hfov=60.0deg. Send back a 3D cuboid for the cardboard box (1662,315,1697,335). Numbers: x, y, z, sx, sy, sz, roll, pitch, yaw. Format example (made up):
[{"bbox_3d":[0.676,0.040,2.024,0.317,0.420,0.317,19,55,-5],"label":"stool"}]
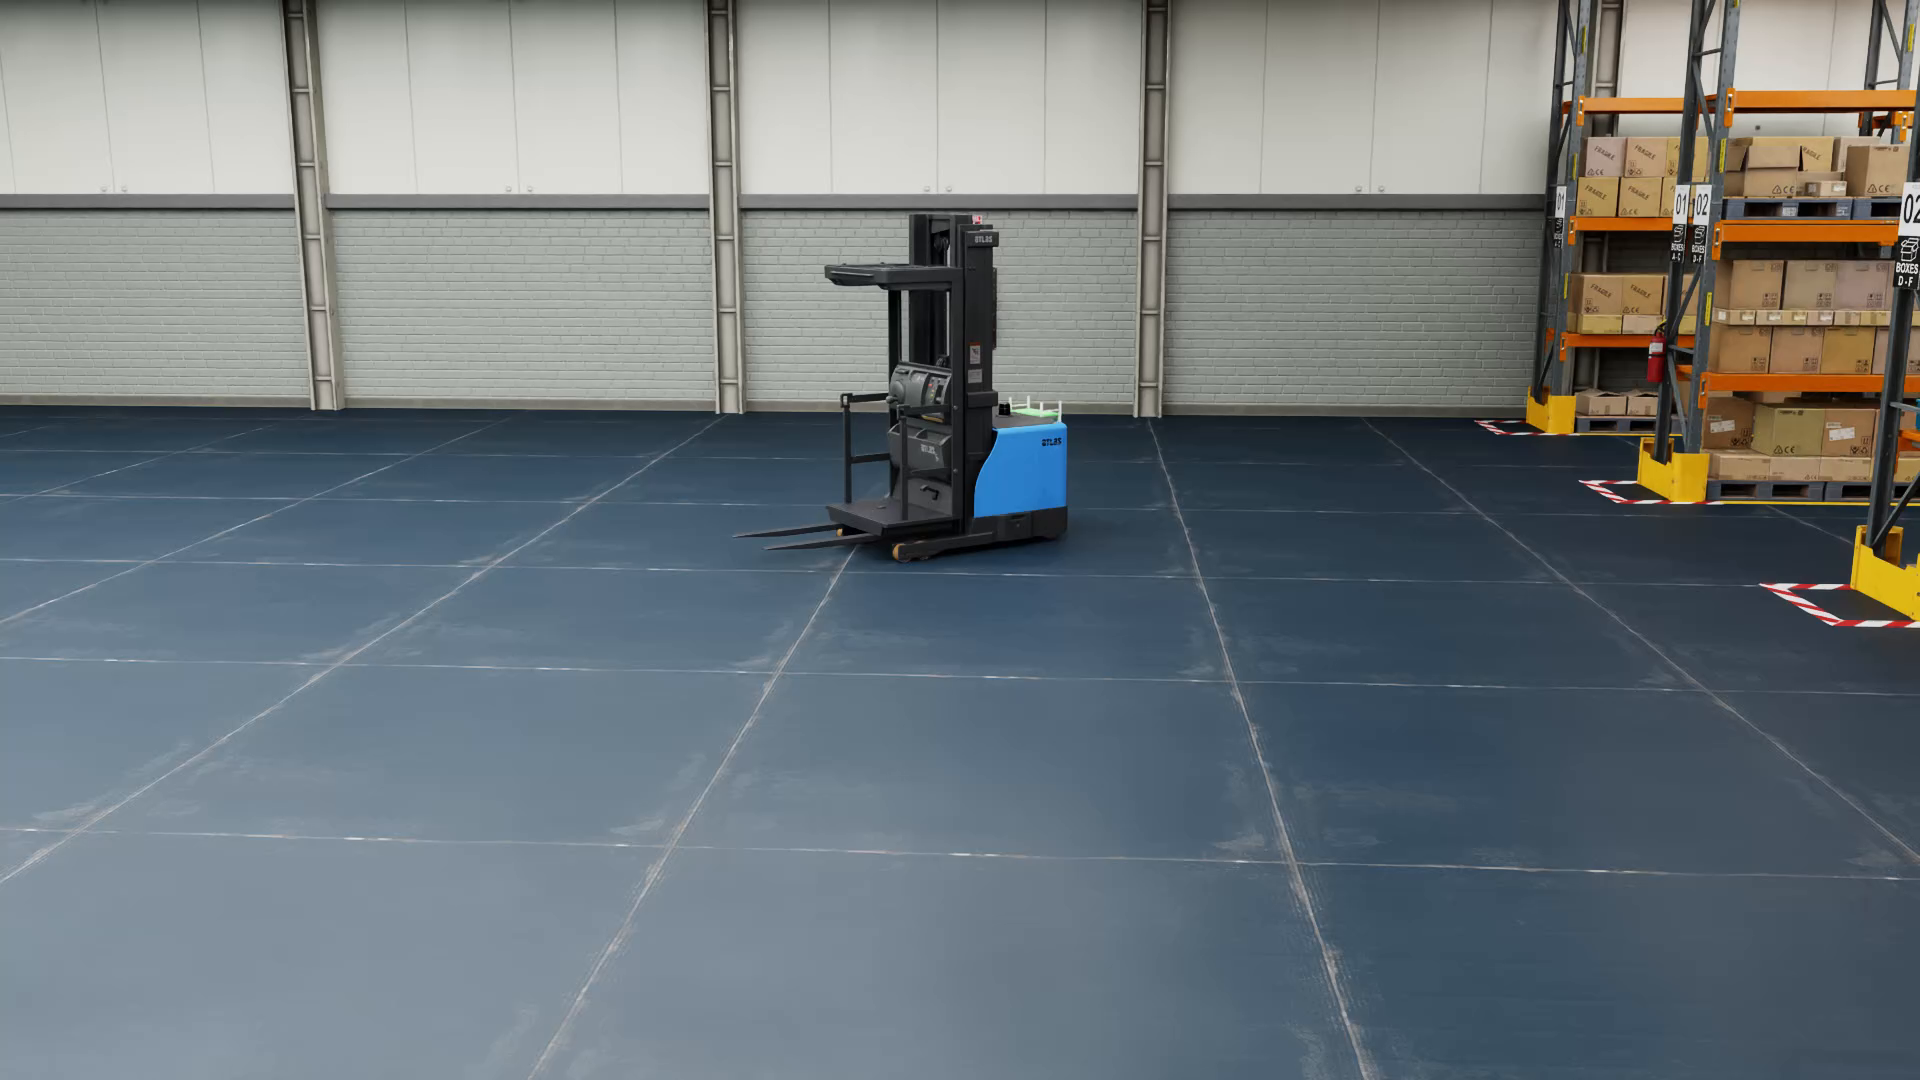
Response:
[{"bbox_3d":[9.396,-2.842,21.828,0.500,0.250,0.500,1,12,3],"label":"cardboard box"}]

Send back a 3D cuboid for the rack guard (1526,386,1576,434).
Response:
[{"bbox_3d":[7.979,-1.765,22.467,0.348,0.500,1.175,1,12,4],"label":"rack guard"}]

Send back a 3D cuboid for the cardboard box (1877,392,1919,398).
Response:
[{"bbox_3d":[12.630,-1.920,22.133,0.500,0.500,0.700,1,12,6],"label":"cardboard box"}]

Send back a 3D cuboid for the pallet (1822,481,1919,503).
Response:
[{"bbox_3d":[9.556,-0.594,17.571,1.213,0.211,1.003,1,12,4],"label":"pallet"}]

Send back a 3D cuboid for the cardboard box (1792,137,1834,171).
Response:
[{"bbox_3d":[10.826,-4.908,21.326,0.500,0.500,0.500,1,12,7],"label":"cardboard box"}]

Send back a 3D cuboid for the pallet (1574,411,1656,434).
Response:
[{"bbox_3d":[8.787,-1.605,22.409,1.213,0.211,1.003,1,12,4],"label":"pallet"}]

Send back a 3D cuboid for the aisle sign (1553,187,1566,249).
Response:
[{"bbox_3d":[7.811,-4.202,21.661,0.004,0.787,0.394,1,12,4],"label":"aisle sign"}]

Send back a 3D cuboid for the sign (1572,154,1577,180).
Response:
[{"bbox_3d":[7.867,-4.775,21.289,0.005,0.325,0.100,1,12,4],"label":"sign"}]

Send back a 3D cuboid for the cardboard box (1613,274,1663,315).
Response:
[{"bbox_3d":[8.852,-3.216,21.785,0.500,0.500,0.500,1,12,4],"label":"cardboard box"}]

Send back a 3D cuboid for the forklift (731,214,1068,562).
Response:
[{"bbox_3d":[-0.527,-1.365,14.616,3.031,2.935,1.130,-8,14,-32],"label":"forklift"}]

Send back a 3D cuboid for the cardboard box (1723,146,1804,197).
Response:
[{"bbox_3d":[8.149,-3.762,16.961,0.637,0.503,0.797,2,12,8],"label":"cardboard box"}]

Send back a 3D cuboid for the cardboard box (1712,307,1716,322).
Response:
[{"bbox_3d":[7.970,-2.378,17.462,0.250,0.149,0.380,1,12,3],"label":"cardboard box"}]

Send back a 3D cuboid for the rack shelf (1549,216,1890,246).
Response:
[{"bbox_3d":[9.899,-4.078,21.851,4.000,0.370,1.077,1,12,4],"label":"rack shelf"}]

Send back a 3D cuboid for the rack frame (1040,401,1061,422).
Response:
[{"bbox_3d":[0.852,-0.708,15.707,0.240,1.200,0.015,-8,14,-34],"label":"rack frame"}]

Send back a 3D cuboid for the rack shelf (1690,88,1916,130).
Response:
[{"bbox_3d":[9.571,-4.339,16.747,4.000,0.370,1.077,1,12,4],"label":"rack shelf"}]

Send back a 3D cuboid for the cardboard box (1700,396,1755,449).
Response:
[{"bbox_3d":[8.131,-1.258,17.795,0.500,0.500,0.500,1,12,4],"label":"cardboard box"}]

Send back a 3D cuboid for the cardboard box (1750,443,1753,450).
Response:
[{"bbox_3d":[8.630,-0.886,17.849,0.500,0.250,0.500,1,12,4],"label":"cardboard box"}]

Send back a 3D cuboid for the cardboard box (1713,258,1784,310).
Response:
[{"bbox_3d":[8.093,-2.652,17.188,0.500,0.500,0.700,1,12,4],"label":"cardboard box"}]

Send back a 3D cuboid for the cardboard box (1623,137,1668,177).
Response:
[{"bbox_3d":[8.768,-4.934,21.449,0.500,0.500,0.500,1,12,3],"label":"cardboard box"}]

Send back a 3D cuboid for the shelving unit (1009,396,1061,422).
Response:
[{"bbox_3d":[0.712,-0.749,15.902,0.258,1.200,0.503,-8,14,-34],"label":"shelving unit"}]

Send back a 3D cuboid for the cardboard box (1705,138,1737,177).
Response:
[{"bbox_3d":[9.888,-5.029,21.902,0.500,0.500,0.500,1,12,4],"label":"cardboard box"}]

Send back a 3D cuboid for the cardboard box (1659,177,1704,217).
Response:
[{"bbox_3d":[9.272,-4.440,21.530,0.500,0.500,0.500,1,12,6],"label":"cardboard box"}]

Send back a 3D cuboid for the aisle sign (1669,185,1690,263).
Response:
[{"bbox_3d":[7.530,-3.311,17.402,0.004,0.787,0.394,1,12,4],"label":"aisle sign"}]

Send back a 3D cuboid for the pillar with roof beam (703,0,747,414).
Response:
[{"bbox_3d":[-3.602,-5.378,18.981,0.400,9.000,9.100,1,12,4],"label":"pillar with roof beam"}]

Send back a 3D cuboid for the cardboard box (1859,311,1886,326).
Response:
[{"bbox_3d":[9.238,-2.277,16.983,0.250,0.149,0.380,1,12,3],"label":"cardboard box"}]

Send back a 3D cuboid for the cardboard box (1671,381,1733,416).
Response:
[{"bbox_3d":[9.885,-1.925,22.159,0.500,0.500,0.700,0,12,0],"label":"cardboard box"}]

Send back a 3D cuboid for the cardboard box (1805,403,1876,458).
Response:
[{"bbox_3d":[9.095,-1.141,17.236,0.500,0.500,0.500,1,12,4],"label":"cardboard box"}]

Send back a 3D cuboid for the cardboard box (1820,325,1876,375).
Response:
[{"bbox_3d":[9.060,-2.003,17.256,0.500,0.500,0.700,1,12,4],"label":"cardboard box"}]

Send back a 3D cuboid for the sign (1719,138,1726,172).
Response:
[{"bbox_3d":[7.533,-3.799,16.431,0.005,0.325,0.100,1,12,4],"label":"sign"}]

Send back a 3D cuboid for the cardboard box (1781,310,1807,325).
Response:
[{"bbox_3d":[8.465,-2.288,17.033,0.250,0.149,0.380,1,12,4],"label":"cardboard box"}]

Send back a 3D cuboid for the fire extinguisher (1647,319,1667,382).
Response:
[{"bbox_3d":[7.489,-2.036,17.847,0.183,0.674,0.296,1,12,4],"label":"fire extinguisher"}]

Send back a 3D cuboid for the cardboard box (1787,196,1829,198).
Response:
[{"bbox_3d":[10.870,-4.428,21.472,0.500,0.500,0.500,0,12,-1],"label":"cardboard box"}]

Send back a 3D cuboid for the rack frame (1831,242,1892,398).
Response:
[{"bbox_3d":[11.894,-2.935,21.954,0.127,3.000,1.000,1,12,4],"label":"rack frame"}]

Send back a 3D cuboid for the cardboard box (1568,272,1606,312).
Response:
[{"bbox_3d":[8.388,-3.330,22.329,0.500,0.500,0.500,1,12,3],"label":"cardboard box"}]

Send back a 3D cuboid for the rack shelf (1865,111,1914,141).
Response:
[{"bbox_3d":[13.890,-5.296,21.324,4.000,0.370,1.077,1,12,4],"label":"rack shelf"}]

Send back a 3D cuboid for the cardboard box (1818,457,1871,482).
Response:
[{"bbox_3d":[9.094,-0.771,17.301,0.500,0.250,0.500,1,12,4],"label":"cardboard box"}]

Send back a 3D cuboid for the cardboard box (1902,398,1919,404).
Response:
[{"bbox_3d":[10.127,-1.233,17.679,0.500,0.500,0.500,1,12,4],"label":"cardboard box"}]

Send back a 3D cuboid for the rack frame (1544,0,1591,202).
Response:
[{"bbox_3d":[7.903,-5.926,21.601,0.127,3.000,1.000,1,12,4],"label":"rack frame"}]

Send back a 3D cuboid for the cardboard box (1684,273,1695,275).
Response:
[{"bbox_3d":[9.908,-3.308,22.224,0.500,0.500,0.500,1,12,5],"label":"cardboard box"}]

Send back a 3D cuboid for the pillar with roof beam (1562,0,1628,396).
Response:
[{"bbox_3d":[8.372,-5.214,18.196,0.400,9.000,9.100,1,12,4],"label":"pillar with roof beam"}]

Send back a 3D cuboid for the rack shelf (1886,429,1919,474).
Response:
[{"bbox_3d":[9.237,-0.586,12.483,4.000,0.370,1.077,1,12,4],"label":"rack shelf"}]

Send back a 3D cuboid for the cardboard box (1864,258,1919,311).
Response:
[{"bbox_3d":[9.621,-2.632,17.094,0.500,0.500,0.700,1,12,4],"label":"cardboard box"}]
